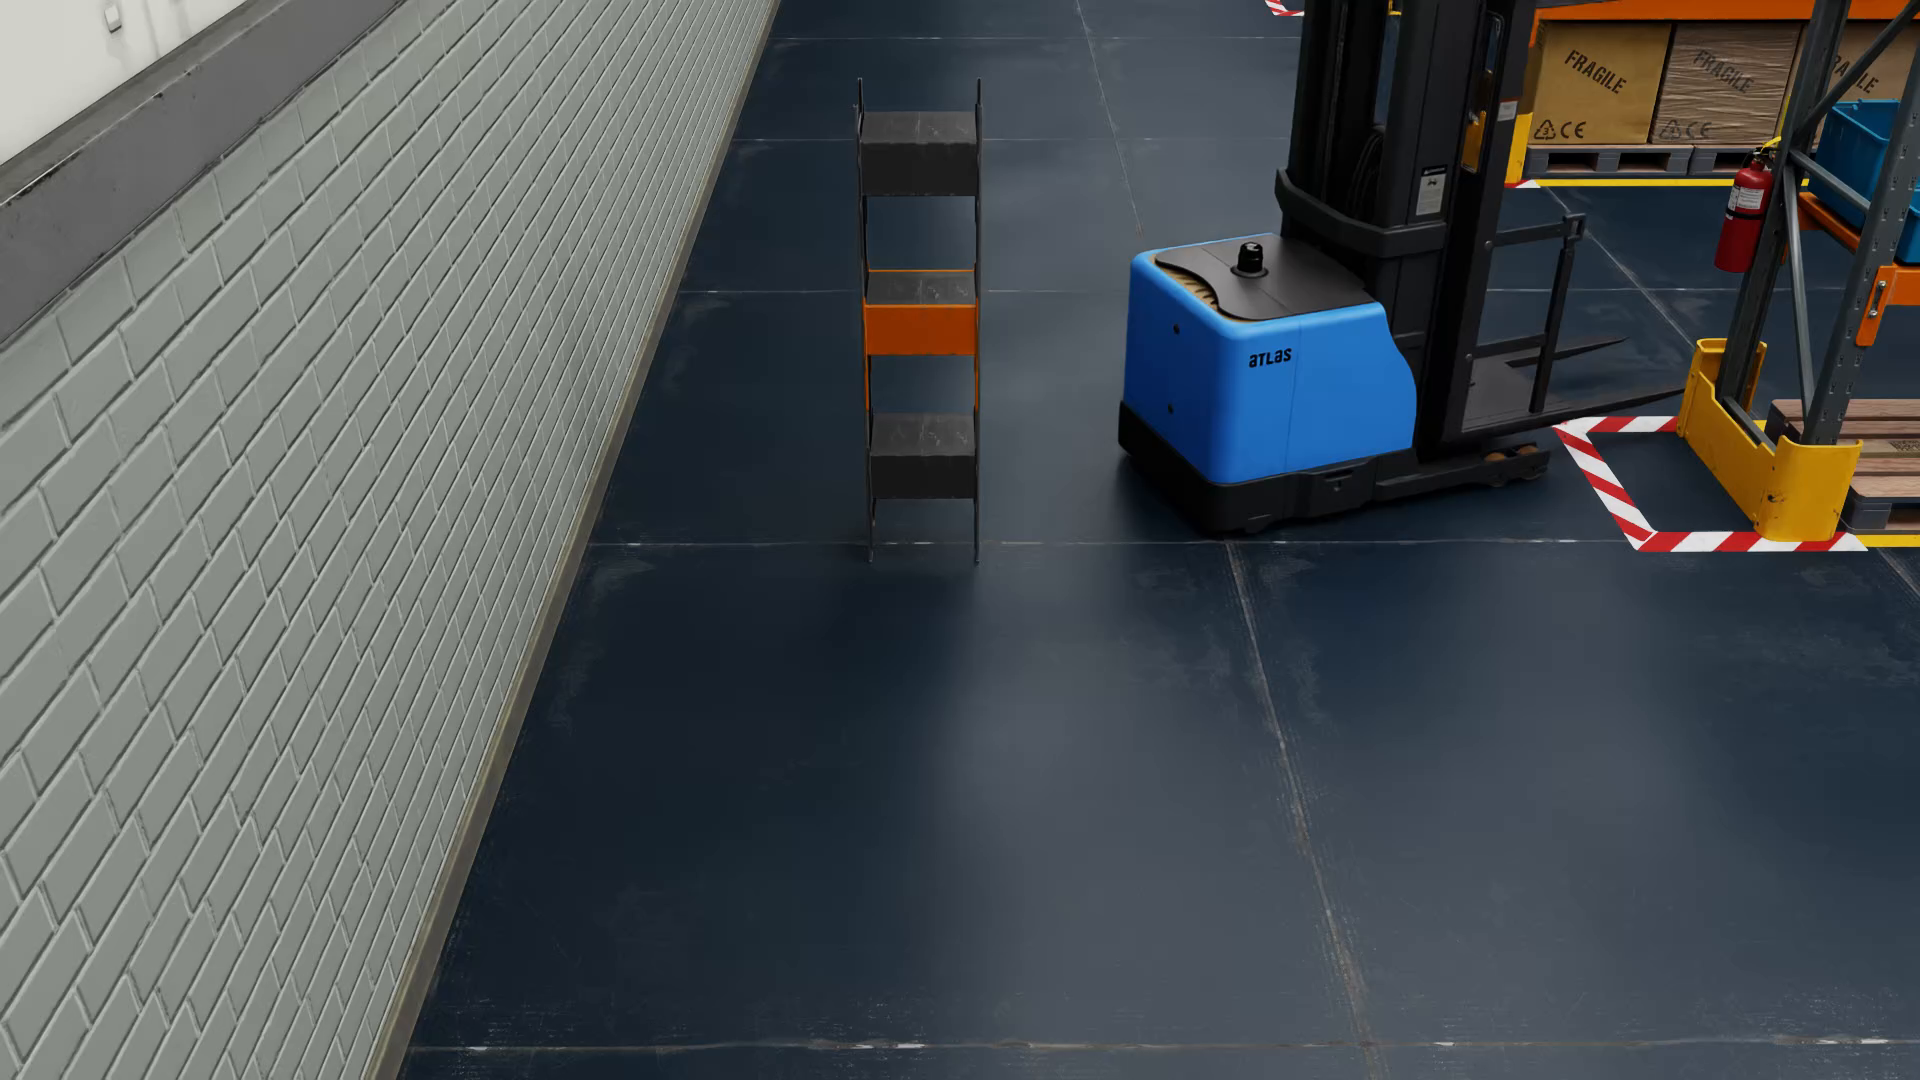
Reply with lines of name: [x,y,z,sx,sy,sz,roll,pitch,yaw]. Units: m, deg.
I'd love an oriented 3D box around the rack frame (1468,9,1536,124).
rack frame: [3.906,-4.154,11.704,0.127,3.000,1.000,0,31,0]

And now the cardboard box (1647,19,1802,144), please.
cardboard box: [5.455,-3.471,12.223,0.875,0.875,0.875,0,31,0]

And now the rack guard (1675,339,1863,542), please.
rack guard: [3.911,-0.509,8.107,0.348,0.500,1.175,0,31,0]

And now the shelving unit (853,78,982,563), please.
shelving unit: [-0.166,-0.897,7.205,0.503,2.100,0.431,0,31,0]

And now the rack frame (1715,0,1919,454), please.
rack frame: [3.935,-1.584,7.470,0.127,3.000,1.000,0,31,0]

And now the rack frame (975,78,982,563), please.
rack frame: [0.078,-0.898,7.206,0.015,2.100,0.400,0,31,0]

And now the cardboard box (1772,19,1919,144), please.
cardboard box: [6.345,-3.474,12.227,0.875,0.875,0.875,0,31,0]

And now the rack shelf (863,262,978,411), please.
rack shelf: [-0.166,-0.886,7.212,0.480,0.518,0.431,0,31,0]

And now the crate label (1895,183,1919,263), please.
crate label: [4.184,-1.369,7.217,0.303,0.233,0.416,0,31,0]

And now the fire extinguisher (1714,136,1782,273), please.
fire extinguisher: [3.782,-1.627,7.974,0.183,0.674,0.296,0,31,0]

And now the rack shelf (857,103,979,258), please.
rack shelf: [-0.166,-1.484,6.848,0.480,0.518,0.431,0,31,0]

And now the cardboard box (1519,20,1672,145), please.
cardboard box: [4.545,-3.468,12.218,0.875,0.875,0.875,0,31,0]

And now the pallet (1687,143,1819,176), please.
pallet: [5.922,-3.007,12.502,1.213,0.211,1.003,0,31,0]

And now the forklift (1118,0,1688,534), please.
forklift: [2.371,-1.756,7.819,3.031,2.935,1.130,-12,33,-18]

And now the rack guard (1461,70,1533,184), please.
rack guard: [3.882,-3.085,12.352,0.348,0.500,1.175,0,31,0]

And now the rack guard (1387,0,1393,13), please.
rack guard: [4.053,-5.658,16.594,0.348,0.500,1.175,0,31,0]

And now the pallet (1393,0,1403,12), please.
pallet: [4.865,-5.519,16.643,1.213,0.211,1.003,0,31,0]

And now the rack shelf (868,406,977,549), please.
rack shelf: [-0.166,-0.287,7.575,0.480,0.518,0.431,0,31,0]

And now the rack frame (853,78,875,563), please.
rack frame: [-0.410,-0.896,7.203,0.015,2.100,0.400,0,31,0]

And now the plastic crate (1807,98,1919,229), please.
plastic crate: [4.269,-1.723,7.606,0.499,0.435,0.616,0,31,0]

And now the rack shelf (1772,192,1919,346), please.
rack shelf: [5.935,-1.283,7.667,4.000,0.370,1.077,0,31,0]

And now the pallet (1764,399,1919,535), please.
pallet: [4.760,-0.375,8.164,1.213,0.211,1.003,0,31,0]

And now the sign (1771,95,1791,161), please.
sign: [3.916,-1.939,7.898,0.005,0.325,0.100,0,31,0]

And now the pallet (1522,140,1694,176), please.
pallet: [4.705,-3.004,12.498,1.213,0.211,1.003,0,31,0]

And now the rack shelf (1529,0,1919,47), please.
rack shelf: [5.905,-3.852,11.901,4.000,0.370,1.077,0,31,0]
